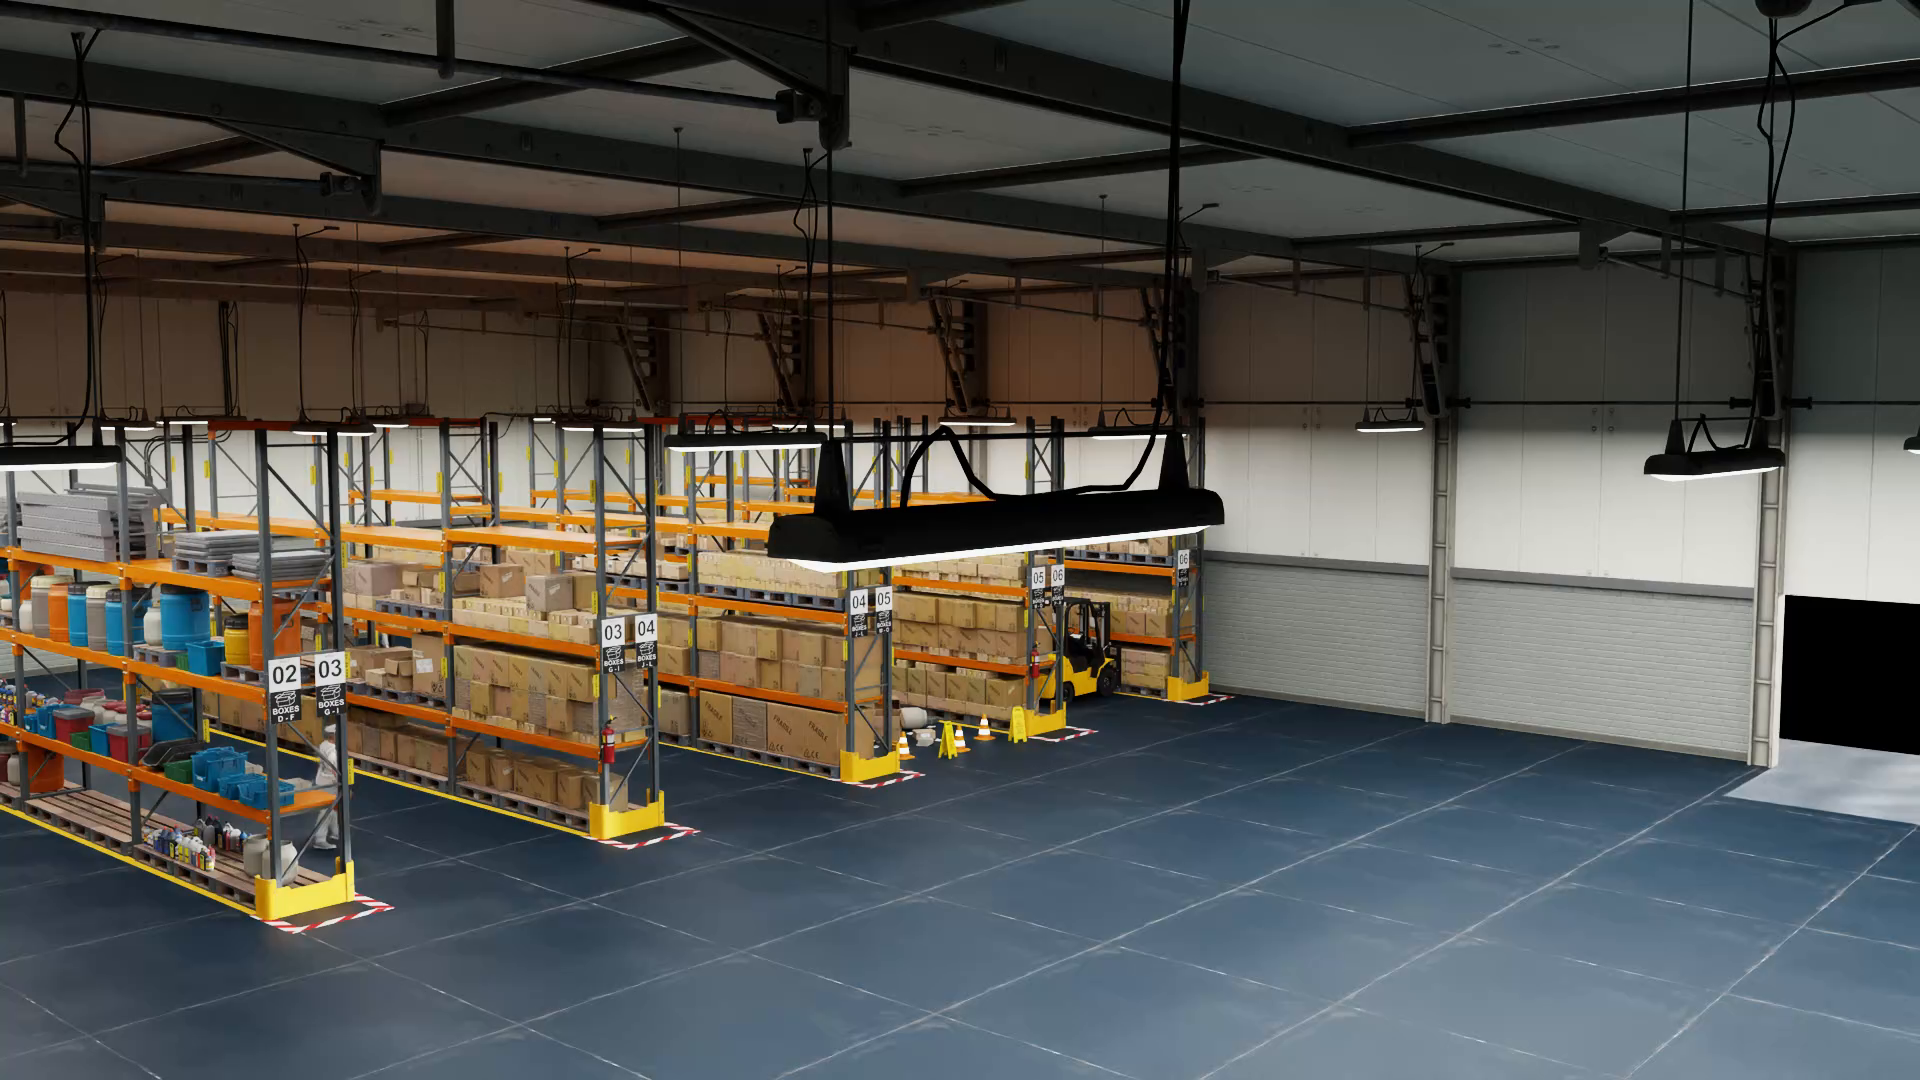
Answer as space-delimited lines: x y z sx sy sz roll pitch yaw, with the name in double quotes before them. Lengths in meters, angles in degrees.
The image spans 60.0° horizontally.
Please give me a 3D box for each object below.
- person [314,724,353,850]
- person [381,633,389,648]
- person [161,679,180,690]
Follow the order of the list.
"person" -8.975 3.508 23.752 0.549 1.787 0.704 -2 5 -24
"person" -14.543 1.993 42.216 0.512 1.627 0.952 -4 6 -40
"person" -14.577 2.941 30.752 0.499 1.669 0.512 0 5 5
